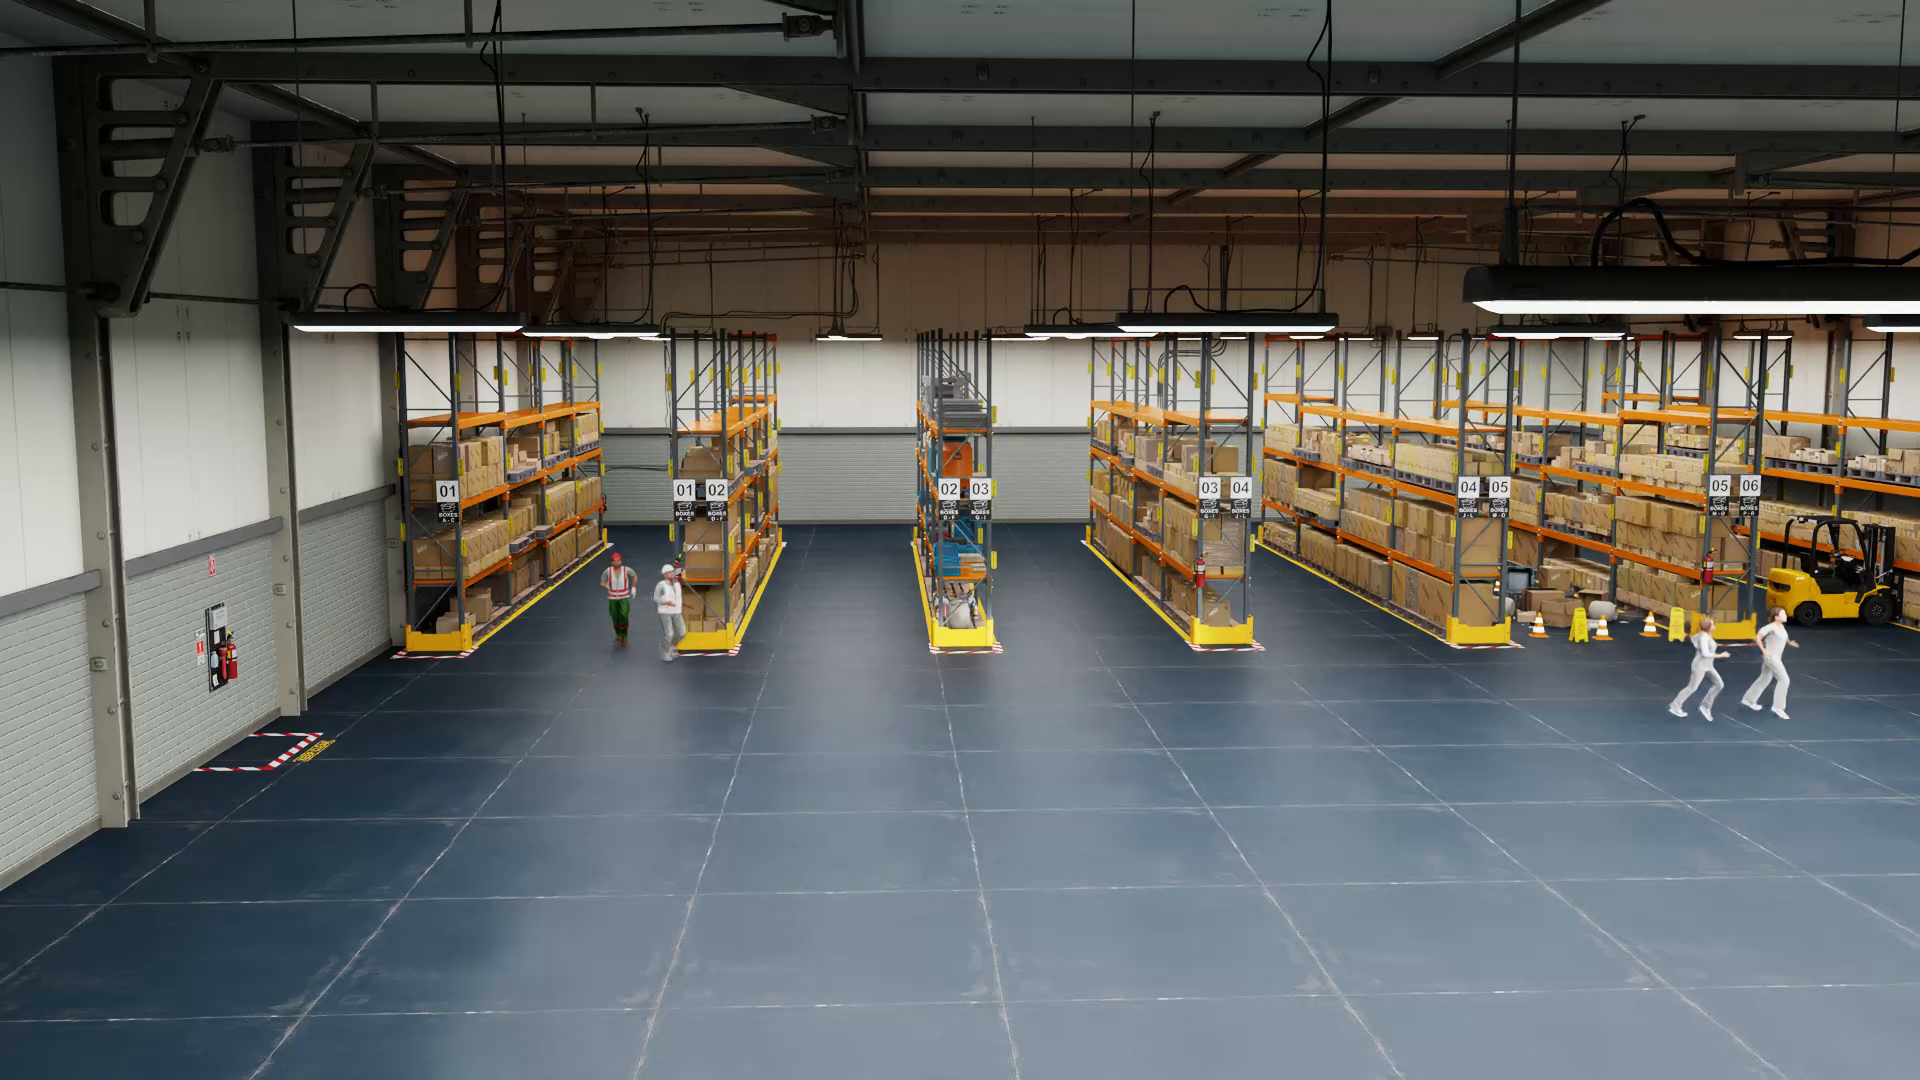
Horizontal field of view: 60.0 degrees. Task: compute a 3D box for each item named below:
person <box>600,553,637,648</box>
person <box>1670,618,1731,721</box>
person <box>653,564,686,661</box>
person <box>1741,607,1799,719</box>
[{"bbox_3d":[-6.483,1.133,31.579,0.666,1.806,0.829,-1,7,-5],"label":"person"},{"bbox_3d":[11.274,1.956,25.267,0.815,1.596,0.546,5,8,36],"label":"person"},{"bbox_3d":[-5.197,1.314,30.055,0.547,1.743,0.664,6,9,44],"label":"person"},{"bbox_3d":[12.523,1.871,25.709,0.768,1.718,0.561,5,8,37],"label":"person"}]
